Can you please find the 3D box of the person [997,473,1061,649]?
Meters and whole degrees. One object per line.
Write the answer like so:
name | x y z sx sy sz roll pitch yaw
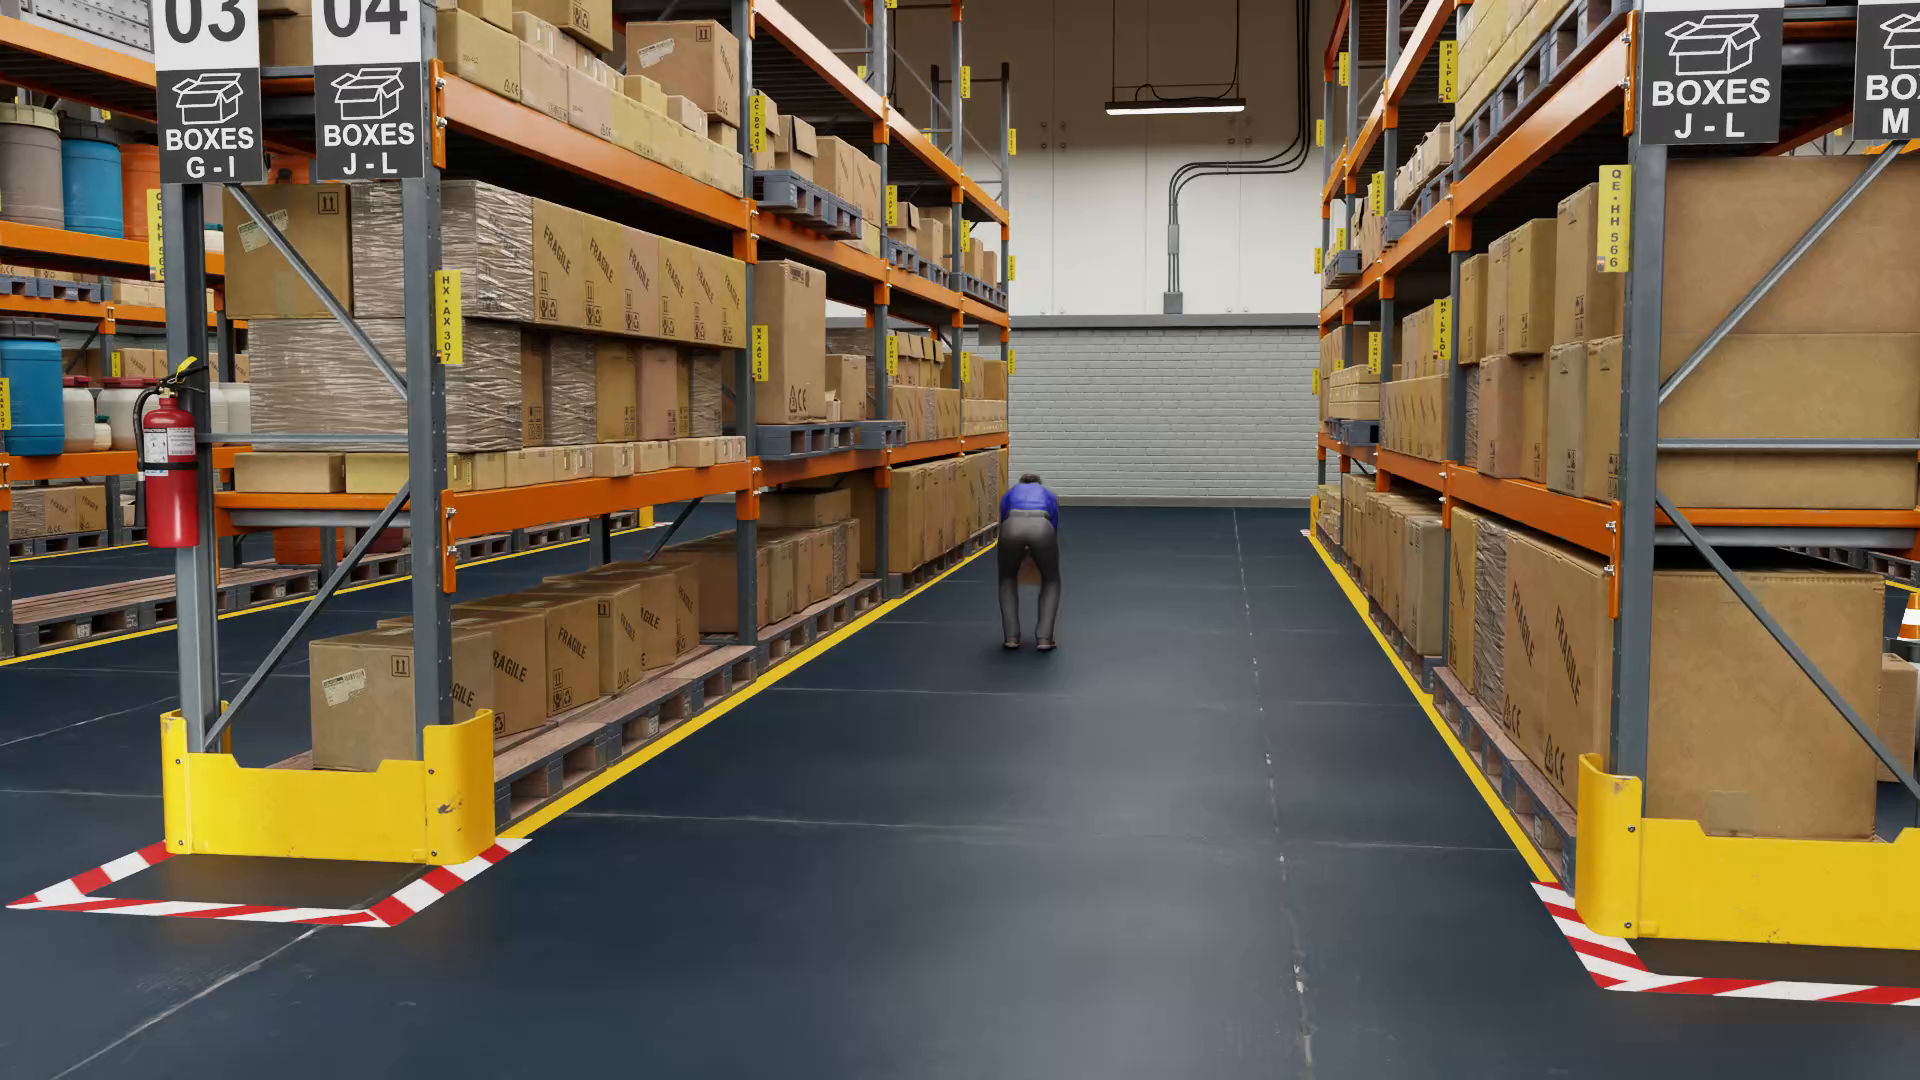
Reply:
person | 0.477 0.137 11.333 0.433 1.166 0.838 1 5 6
